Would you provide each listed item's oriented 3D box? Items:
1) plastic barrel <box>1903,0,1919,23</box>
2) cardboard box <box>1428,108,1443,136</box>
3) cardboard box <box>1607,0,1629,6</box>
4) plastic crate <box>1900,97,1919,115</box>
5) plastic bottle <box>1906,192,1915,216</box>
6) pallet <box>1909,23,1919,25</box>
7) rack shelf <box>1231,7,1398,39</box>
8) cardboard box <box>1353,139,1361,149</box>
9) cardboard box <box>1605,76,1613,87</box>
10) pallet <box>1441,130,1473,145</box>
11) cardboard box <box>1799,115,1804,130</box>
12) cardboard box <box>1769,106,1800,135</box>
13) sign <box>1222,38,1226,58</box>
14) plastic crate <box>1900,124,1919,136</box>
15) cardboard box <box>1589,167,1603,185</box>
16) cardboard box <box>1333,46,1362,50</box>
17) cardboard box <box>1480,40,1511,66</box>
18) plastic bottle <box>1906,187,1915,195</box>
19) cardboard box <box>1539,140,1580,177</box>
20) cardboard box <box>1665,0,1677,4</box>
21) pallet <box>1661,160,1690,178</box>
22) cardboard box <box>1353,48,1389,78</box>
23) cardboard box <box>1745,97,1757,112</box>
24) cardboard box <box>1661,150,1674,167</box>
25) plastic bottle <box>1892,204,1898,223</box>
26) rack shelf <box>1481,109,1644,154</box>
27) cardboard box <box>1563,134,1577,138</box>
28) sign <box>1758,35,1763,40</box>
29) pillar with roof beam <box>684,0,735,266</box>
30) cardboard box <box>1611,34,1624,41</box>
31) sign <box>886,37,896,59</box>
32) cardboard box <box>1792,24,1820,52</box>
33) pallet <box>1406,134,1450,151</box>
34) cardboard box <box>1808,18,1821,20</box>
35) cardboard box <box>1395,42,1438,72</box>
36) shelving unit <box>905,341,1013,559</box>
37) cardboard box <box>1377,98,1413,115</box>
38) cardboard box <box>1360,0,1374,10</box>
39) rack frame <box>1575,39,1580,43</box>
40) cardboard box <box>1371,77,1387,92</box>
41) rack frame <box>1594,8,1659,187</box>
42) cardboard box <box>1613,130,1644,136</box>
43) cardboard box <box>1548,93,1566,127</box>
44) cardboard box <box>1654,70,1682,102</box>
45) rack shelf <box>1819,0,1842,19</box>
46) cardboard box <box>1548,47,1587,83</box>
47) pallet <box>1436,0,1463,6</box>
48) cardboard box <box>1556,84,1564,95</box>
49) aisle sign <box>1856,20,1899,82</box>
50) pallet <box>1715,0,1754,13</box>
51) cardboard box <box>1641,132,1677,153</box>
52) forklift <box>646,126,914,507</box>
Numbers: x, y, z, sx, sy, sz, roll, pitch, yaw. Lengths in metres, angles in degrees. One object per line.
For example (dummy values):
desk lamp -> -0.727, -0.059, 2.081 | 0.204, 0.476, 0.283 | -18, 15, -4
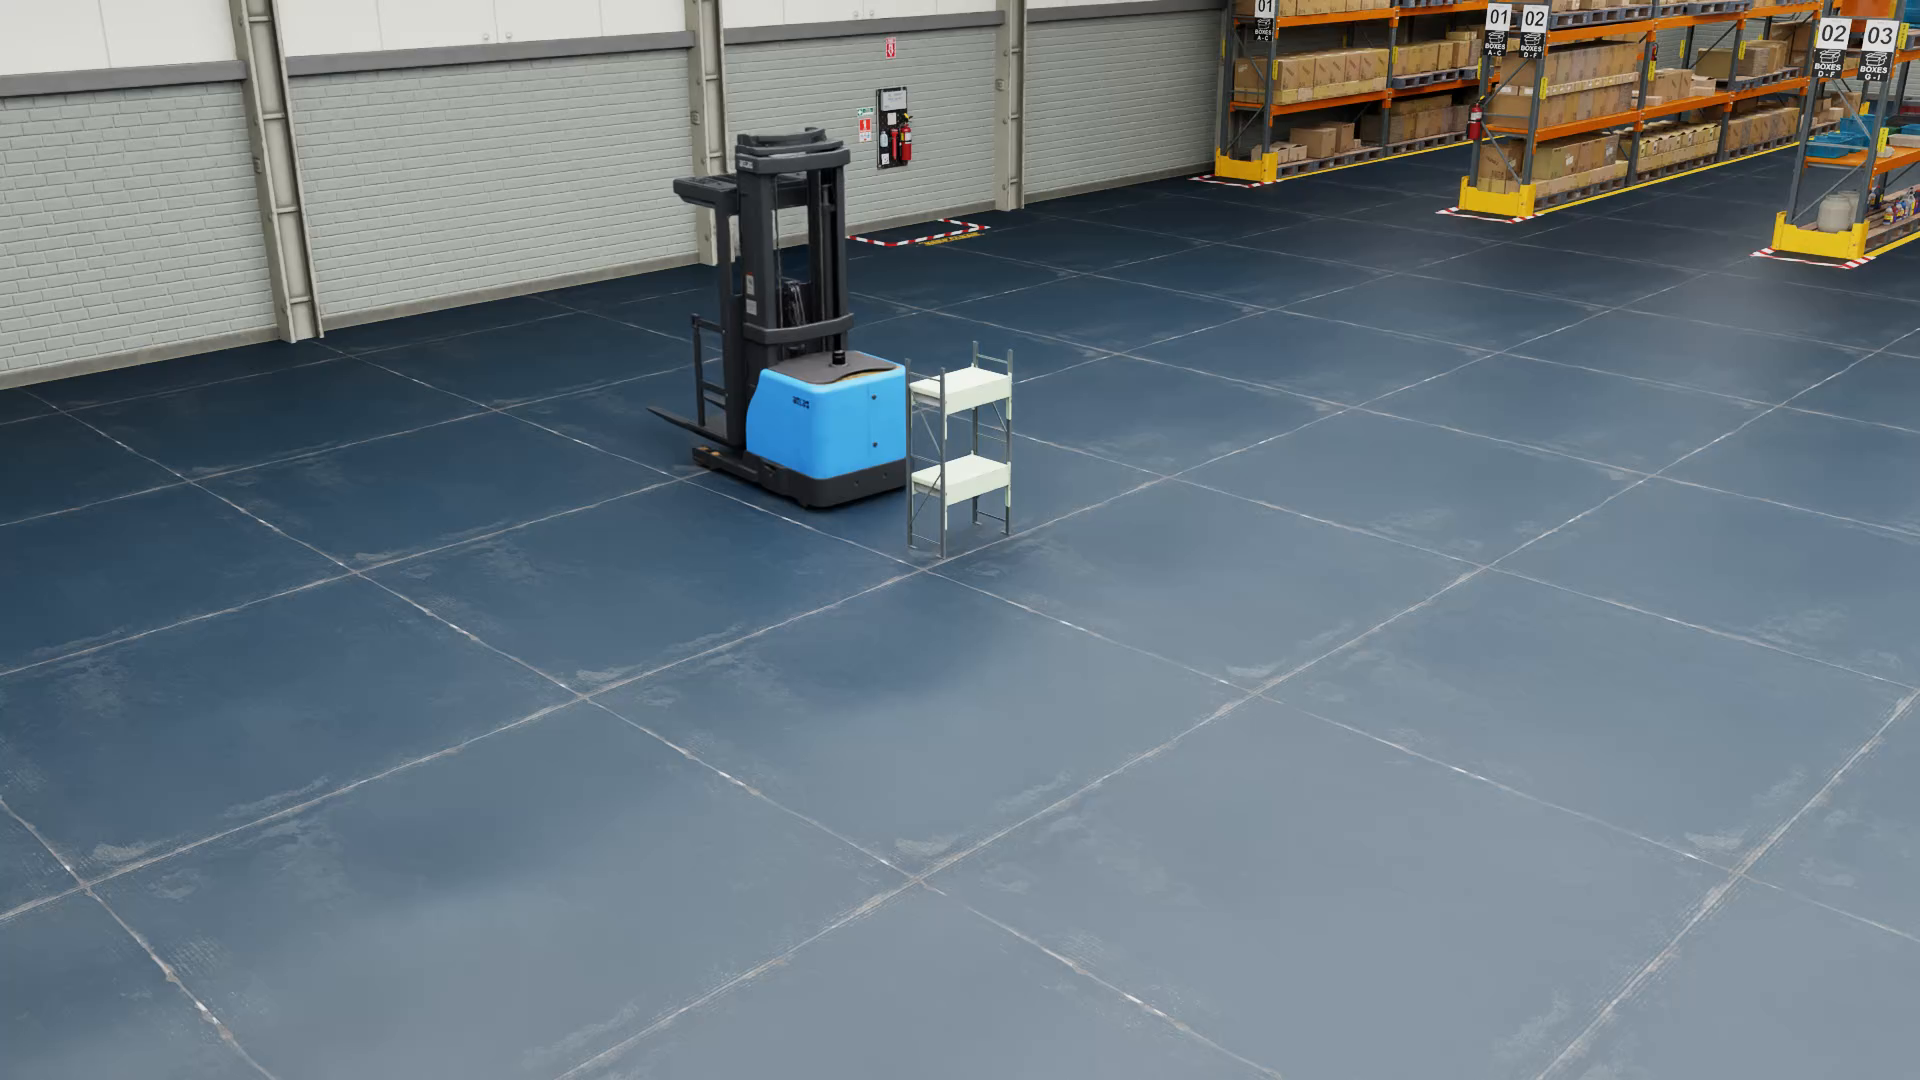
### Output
plastic barrel -> 14.237, -8.105, 24.516 | 0.600, 0.901, 0.708 | 19, 28, 41
cardboard box -> 9.466, -8.614, 34.176 | 0.700, 0.500, 0.500 | 19, 28, 40
cardboard box -> 10.816, -8.910, 27.465 | 0.380, 0.149, 0.250 | 19, 28, 41
plastic crate -> 15.127, -6.735, 26.327 | 0.402, 0.464, 0.583 | 19, 28, 41
plastic bottle -> 14.406, -5.103, 25.249 | 0.144, 0.351, 0.185 | 19, 28, 40
pallet -> 14.575, -7.606, 24.765 | 1.213, 0.211, 1.003 | 19, 28, 41
rack shelf -> 6.515, -9.534, 30.520 | 1.077, 0.370, 4.000 | 19, 28, 41
cardboard box -> 7.558, -7.721, 32.319 | 0.380, 0.166, 0.250 | 15, 26, 34
cardboard box -> 10.714, -7.710, 27.908 | 0.380, 0.149, 0.250 | 19, 28, 40
pallet -> 10.154, -8.510, 34.920 | 1.003, 0.211, 1.213 | 19, 28, 41
cardboard box -> 17.490, -8.805, 34.937 | 0.500, 0.311, 0.500 | 19, 28, 41
cardboard box -> 16.904, -8.641, 34.246 | 0.500, 0.500, 0.500 | 19, 28, 40
sign -> 4.736, -8.787, 29.702 | 0.100, 0.325, 0.005 | 19, 28, 41
plastic crate -> 14.431, -6.082, 24.925 | 0.499, 0.251, 0.616 | 19, 28, 41
cardboard box -> 10.601, -6.225, 28.337 | 0.500, 0.250, 0.500 | 19, 28, 41
cardboard box -> 7.432, -9.204, 31.977 | 0.500, 0.500, 0.500 | 18, 28, 39
cardboard box -> 11.223, -10.267, 35.025 | 0.500, 0.500, 0.500 | -19, 28, -40
plastic bottle -> 14.662, -5.271, 25.687 | 0.144, 0.351, 0.185 | 19, 28, 41
cardboard box -> 9.892, -6.322, 27.544 | 0.500, 0.500, 0.500 | 19, 28, 41
cardboard box -> 12.280, -9.569, 29.232 | 0.500, 0.250, 0.500 | 16, 26, 36
pallet -> 12.799, -6.957, 30.882 | 1.003, 0.211, 1.213 | 19, 28, 41
cardboard box -> 7.802, -9.074, 31.638 | 0.500, 0.500, 0.500 | 19, 28, 41
cardboard box -> 15.833, -8.869, 33.795 | 0.500, 0.250, 0.500 | 19, 28, 41
cardboard box -> 12.638, -6.964, 30.259 | 0.500, 0.250, 0.500 | 18, 28, 39
plastic bottle -> 13.877, -4.855, 24.698 | 0.133, 0.283, 0.061 | -20, 28, -41
rack shelf -> 10.066, -6.895, 27.835 | 1.077, 0.370, 4.000 | 19, 28, 41
cardboard box -> 10.216, -6.709, 28.552 | 0.500, 0.500, 0.500 | 19, 28, 41
sign -> 16.648, -10.339, 34.586 | 0.100, 0.325, 0.005 | 19, 28, 41
pillar with roof beam -> -0.299, -6.990, 18.718 | 9.100, 9.000, 0.400 | 19, 28, 41
cardboard box -> 14.895, -11.691, 38.893 | 0.980, 0.700, 0.700 | 18, 27, 38
sign -> -1.026, -7.289, 24.626 | 0.001, 0.298, 0.199 | 19, 28, 41
cardboard box -> 17.573, -10.365, 34.328 | 0.500, 0.500, 0.500 | -19, 28, -41
pallet -> 9.303, -8.198, 34.108 | 1.003, 0.211, 1.213 | 19, 28, 41
cardboard box -> 18.623, -11.031, 36.060 | 0.500, 0.500, 0.500 | -20, 29, -41
cardboard box -> 9.121, -9.677, 33.318 | 0.500, 0.500, 0.700 | -16, 26, -35
shelving unit -> -0.005, -0.698, 12.801 | 0.431, 1.500, 0.755 | 19, 28, 41
cardboard box -> 8.716, -8.680, 33.301 | 0.500, 0.250, 0.500 | 19, 28, 40
cardboard box -> 7.373, -10.121, 30.878 | 0.500, 0.500, 0.500 | 16, 26, 36
rack frame -> 13.491, -11.040, 37.617 | 1.000, 3.000, 0.127 | 19, 28, 41
cardboard box -> 7.797, -8.725, 31.776 | 0.500, 0.250, 0.500 | 19, 28, 41
rack frame -> 11.462, -7.745, 29.043 | 1.000, 3.000, 0.127 | 19, 28, 41
cardboard box -> 12.247, -7.358, 30.502 | 0.500, 0.311, 0.500 | 19, 28, 40
cardboard box -> 9.369, -7.016, 27.008 | 0.500, 0.500, 0.700 | -19, 28, -41
cardboard box -> 12.726, -8.249, 30.216 | 0.500, 0.500, 0.500 | 19, 28, 41
rack shelf -> 18.438, -11.380, 35.322 | 1.077, 0.370, 4.000 | 19, 28, 41
cardboard box -> 9.757, -7.765, 27.150 | 0.700, 0.500, 0.500 | 19, 28, 41
pallet -> 9.138, -10.695, 32.801 | 1.213, 0.211, 1.003 | 19, 28, 41
cardboard box -> 9.457, -7.245, 26.700 | 0.380, 0.149, 0.250 | 19, 28, 41
aisle sign -> 12.377, -6.597, 22.435 | 0.394, 0.787, 0.004 | 19, 28, 41
pallet -> 13.843, -9.888, 30.702 | 1.003, 0.211, 1.213 | -19, 28, -40
cardboard box -> 12.642, -7.224, 30.153 | 0.500, 0.311, 0.500 | 18, 27, 39
forklift -> -1.733, -2.086, 14.417 | 1.130, 2.935, 3.031 | -17, 27, -38
